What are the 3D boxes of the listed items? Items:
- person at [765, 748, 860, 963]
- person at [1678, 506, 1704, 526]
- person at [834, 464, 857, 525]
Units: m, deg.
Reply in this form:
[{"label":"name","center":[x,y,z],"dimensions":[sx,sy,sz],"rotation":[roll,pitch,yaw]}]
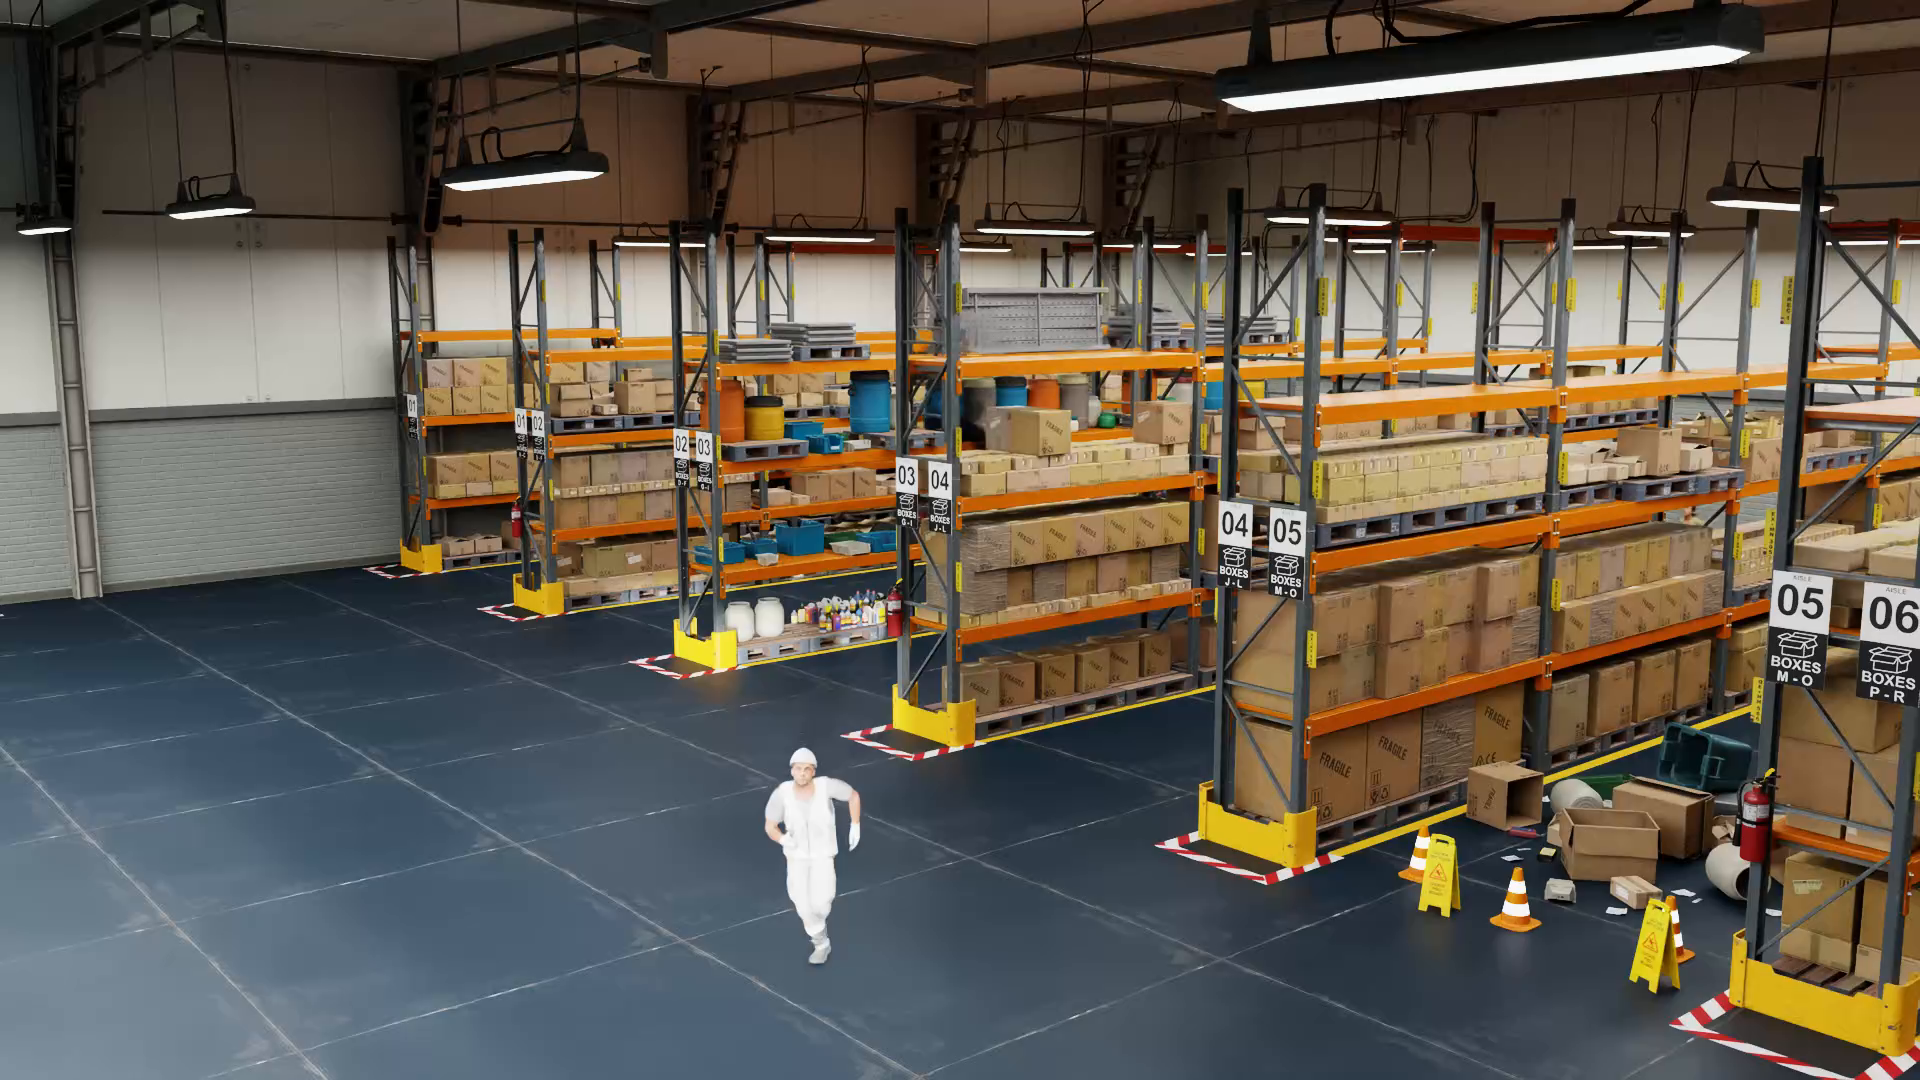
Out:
[{"label":"person","center":[-1.111,2.403,12.495],"dimensions":[0.707,1.726,0.657],"rotation":[0,9,0]},{"label":"person","center":[11.795,0.225,26.919],"dimensions":[0.697,1.705,0.579],"rotation":[-8,12,-42]},{"label":"person","center":[-2.358,-0.816,33.576],"dimensions":[0.677,1.691,0.896],"rotation":[8,12,41]}]
